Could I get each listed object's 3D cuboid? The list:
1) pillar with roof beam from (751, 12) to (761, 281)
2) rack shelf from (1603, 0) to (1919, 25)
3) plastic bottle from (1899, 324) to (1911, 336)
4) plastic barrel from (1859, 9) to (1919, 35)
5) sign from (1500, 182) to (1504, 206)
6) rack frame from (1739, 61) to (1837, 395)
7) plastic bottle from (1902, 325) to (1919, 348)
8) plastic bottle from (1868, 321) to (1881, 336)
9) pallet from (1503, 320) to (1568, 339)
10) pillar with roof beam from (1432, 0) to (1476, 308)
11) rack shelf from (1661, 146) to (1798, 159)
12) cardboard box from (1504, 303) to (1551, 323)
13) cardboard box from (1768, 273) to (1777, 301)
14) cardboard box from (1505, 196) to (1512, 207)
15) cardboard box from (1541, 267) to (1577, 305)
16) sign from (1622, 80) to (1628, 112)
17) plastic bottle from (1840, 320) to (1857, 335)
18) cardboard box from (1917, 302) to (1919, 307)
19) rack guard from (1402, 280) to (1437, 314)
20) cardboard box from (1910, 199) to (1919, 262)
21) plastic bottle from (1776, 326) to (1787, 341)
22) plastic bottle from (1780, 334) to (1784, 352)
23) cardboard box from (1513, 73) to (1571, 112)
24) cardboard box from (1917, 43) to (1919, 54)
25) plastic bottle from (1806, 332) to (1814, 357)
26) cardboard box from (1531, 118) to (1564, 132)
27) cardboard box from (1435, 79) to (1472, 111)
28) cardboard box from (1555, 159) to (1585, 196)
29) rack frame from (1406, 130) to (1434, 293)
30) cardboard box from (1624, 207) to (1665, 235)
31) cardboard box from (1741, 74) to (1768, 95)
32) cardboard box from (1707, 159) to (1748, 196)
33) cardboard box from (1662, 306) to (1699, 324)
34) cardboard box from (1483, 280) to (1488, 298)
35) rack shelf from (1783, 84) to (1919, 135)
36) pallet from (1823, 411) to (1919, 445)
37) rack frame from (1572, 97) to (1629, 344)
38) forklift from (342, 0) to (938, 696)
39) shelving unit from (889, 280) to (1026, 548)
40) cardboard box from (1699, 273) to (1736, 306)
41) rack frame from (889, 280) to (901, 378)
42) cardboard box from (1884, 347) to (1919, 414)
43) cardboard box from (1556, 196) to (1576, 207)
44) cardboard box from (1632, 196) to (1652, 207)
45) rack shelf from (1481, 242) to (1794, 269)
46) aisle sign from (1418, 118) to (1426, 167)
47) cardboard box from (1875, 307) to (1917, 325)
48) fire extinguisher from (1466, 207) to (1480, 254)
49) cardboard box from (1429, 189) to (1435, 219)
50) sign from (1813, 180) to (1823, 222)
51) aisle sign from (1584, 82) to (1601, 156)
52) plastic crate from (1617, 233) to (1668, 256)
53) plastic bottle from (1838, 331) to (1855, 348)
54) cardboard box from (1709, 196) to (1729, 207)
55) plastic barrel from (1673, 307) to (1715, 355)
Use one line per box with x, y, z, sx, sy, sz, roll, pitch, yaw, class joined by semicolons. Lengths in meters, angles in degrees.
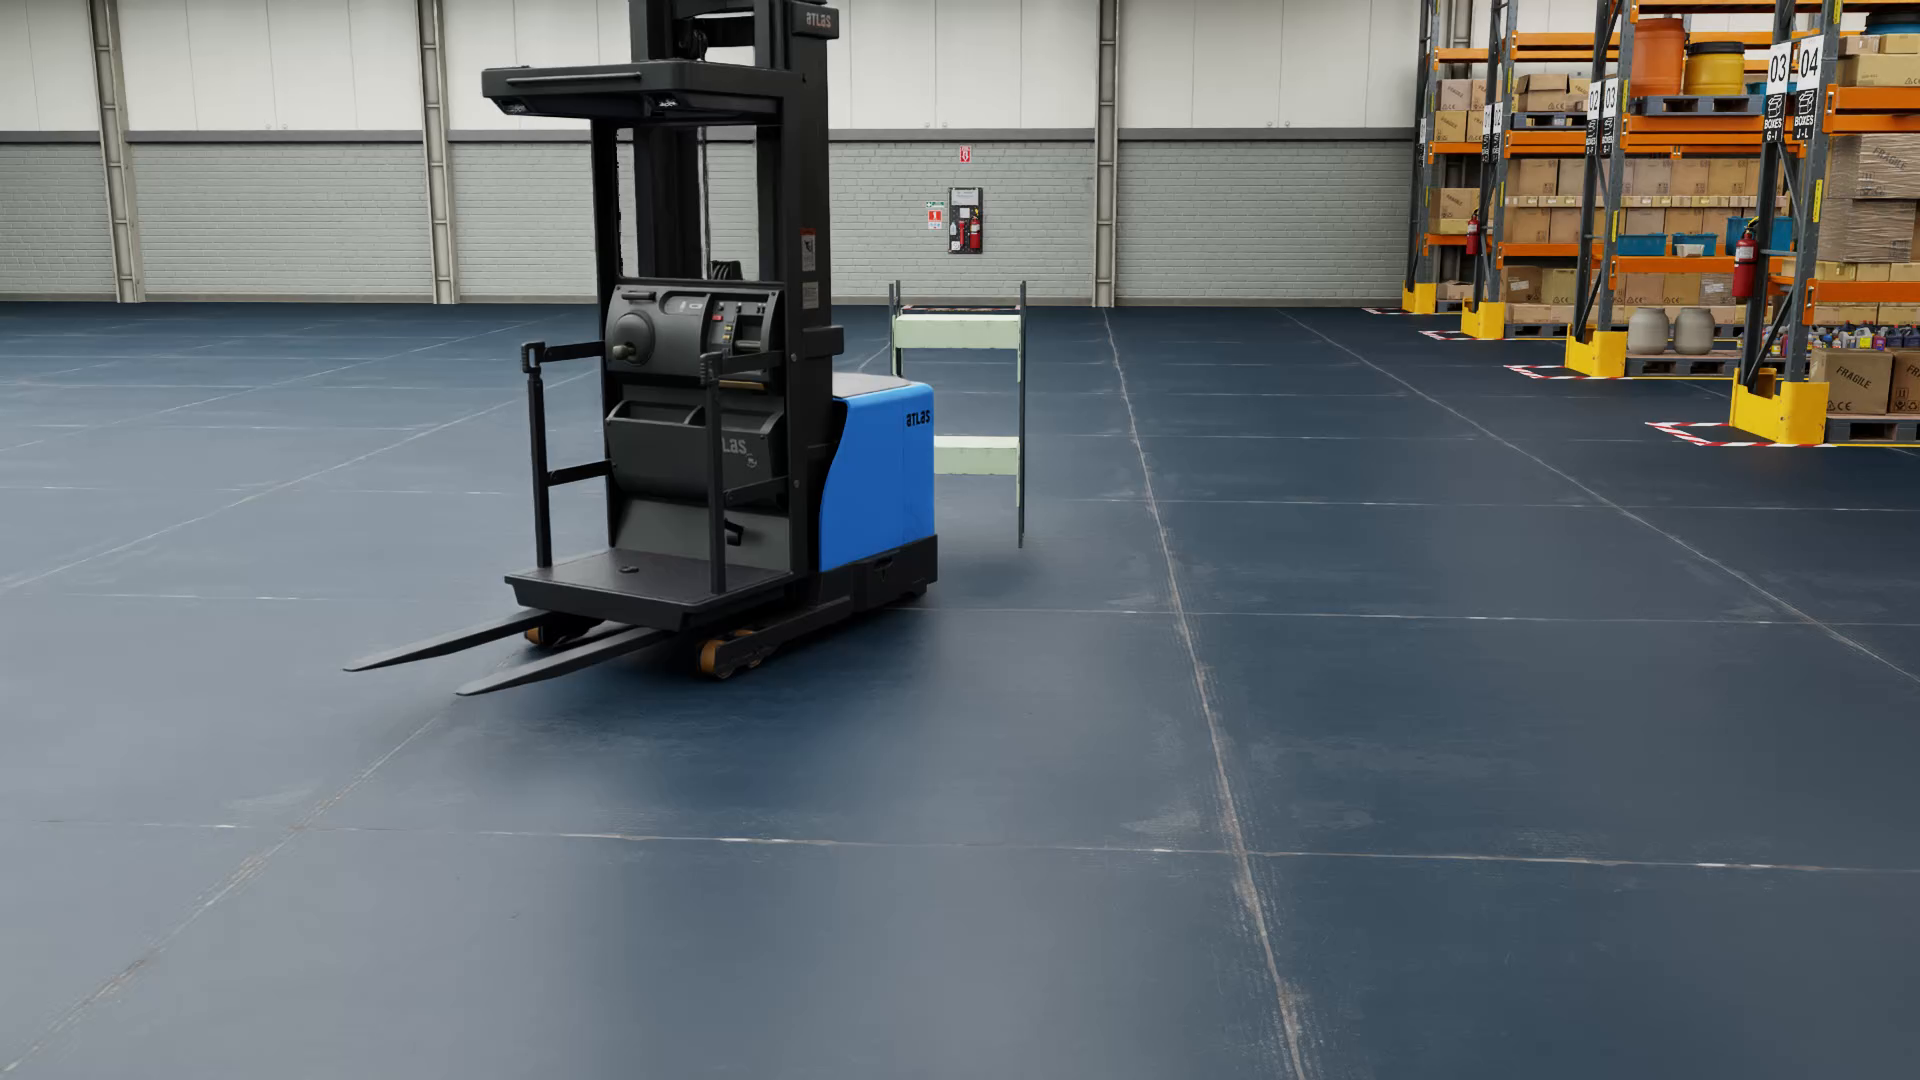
-3.715;-7.786;25.009;0.400;9.000;9.100;1;12;4;pillar with roof beam
9.123;-5.734;17.938;4.000;0.370;1.077;1;12;4;rack shelf
10.467;-2.217;18.434;0.185;0.351;0.144;1;12;4;plastic bottle
10.133;-5.273;18.075;0.708;0.901;0.600;1;12;4;plastic barrel
7.419;-4.734;22.767;0.005;0.325;0.100;1;12;4;sign
6.797;-2.361;13.731;0.127;3.000;1.000;1;12;4;rack frame
10.457;-2.187;18.293;0.185;0.351;0.144;0;12;2;plastic bottle
10.331;-2.304;18.850;0.185;0.351;0.144;1;12;4;plastic bottle
8.228;-3.018;23.682;1.213;0.211;1.003;1;12;4;pallet
8.258;-7.621;24.224;0.400;9.000;9.100;1;12;4;pillar with roof beam
13.776;-6.431;27.618;4.000;0.370;1.077;1;12;4;rack shelf
7.983;-3.192;23.392;0.500;0.250;0.500;1;12;4;cardboard box
13.542;-4.316;28.103;0.500;0.500;0.700;1;12;4;cardboard box
7.856;-4.785;23.490;0.250;0.149;0.380;1;12;3;cardboard box
8.482;-3.553;23.284;0.500;0.500;0.500;1;12;4;cardboard box
7.087;-4.734;17.723;0.005;0.325;0.100;1;12;4;sign
10.153;-2.336;19.003;0.185;0.351;0.144;0;12;1;plastic bottle
13.383;-3.387;22.955;0.500;0.311;0.500;1;12;5;cardboard box
7.866;-4.173;28.495;0.348;0.500;1.175;1;12;4;rack guard
7.851;-2.561;13.712;0.500;0.500;0.875;1;12;4;cardboard box
9.378;-2.309;19.058;0.135;0.276;0.152;0;12;2;plastic bottle
9.388;-2.247;18.942;0.097;0.201;0.097;0;12;0;plastic bottle
8.036;-6.169;22.989;0.637;0.503;0.797;2;12;8;cardboard box
7.568;-3.899;13.147;0.250;0.149;0.380;1;12;3;cardboard box
9.358;-2.159;18.351;0.097;0.271;0.097;0;12;0;plastic bottle
9.694;-6.845;27.544;0.500;0.500;0.500;2;12;7;cardboard box
8.158;-7.359;27.560;0.500;0.500;0.500;0;12;0;cardboard box
8.505;-5.053;23.187;0.500;0.500;0.700;0;12;2;cardboard box
7.790;-5.397;28.244;0.127;3.000;1.000;1;12;4;rack frame
9.472;-4.404;23.254;0.500;0.500;0.700;1;12;5;cardboard box
10.969;-6.182;23.060;0.500;0.500;0.500;2;12;8;cardboard box
10.506;-5.026;23.056;0.500;0.500;0.700;1;12;4;cardboard box
9.978;-3.165;23.260;0.500;0.250;0.500;1;12;4;cardboard box
9.043;-4.261;28.304;0.500;0.311;0.500;2;12;8;cardboard box
8.792;-3.450;13.367;4.000;0.370;1.077;1;12;4;rack shelf
7.681;-0.977;13.924;1.213;0.211;1.003;1;12;4;pallet
7.128;-3.373;18.568;0.127;3.000;1.000;1;12;4;rack frame
-1.298;-0.958;7.191;1.130;2.935;3.031;7;14;30;forklift
-0.007;-0.734;9.615;0.755;1.500;0.431;1;12;4;shelving unit
10.478;-3.528;23.167;0.500;0.500;0.500;1;12;4;cardboard box
-0.372;-0.739;9.639;0.023;1.500;0.400;1;12;4;rack frame
8.017;-1.330;13.881;0.500;0.500;0.500;4;12;19;cardboard box
8.352;-4.695;23.061;0.250;0.149;0.380;1;12;4;cardboard box
9.373;-4.681;22.992;0.250;0.149;0.380;1;12;4;cardboard box
9.458;-4.006;23.348;4.000;0.370;1.077;1;12;4;rack shelf
7.698;-6.609;27.689;0.004;0.787;0.394;1;12;4;aisle sign
12.866;-3.120;23.048;0.500;0.250;0.500;0;12;2;cardboard box
7.376;-4.444;23.875;0.183;0.674;0.296;1;12;4;fire extinguisher
8.274;-5.738;28.357;0.500;0.500;0.500;1;12;3;cardboard box
6.761;-2.674;13.112;0.005;0.325;0.100;1;12;4;sign
7.076;-4.707;18.597;0.004;0.787;0.394;1;12;4;aisle sign
7.647;-3.355;18.843;0.616;0.251;0.499;1;12;4;plastic crate
9.781;-2.161;18.349;0.135;0.276;0.152;1;12;5;plastic bottle
10.398;-4.667;22.925;0.250;0.149;0.380;1;12;4;cardboard box
8.290;-2.361;18.779;0.421;0.512;0.421;0;12;0;plastic barrel
